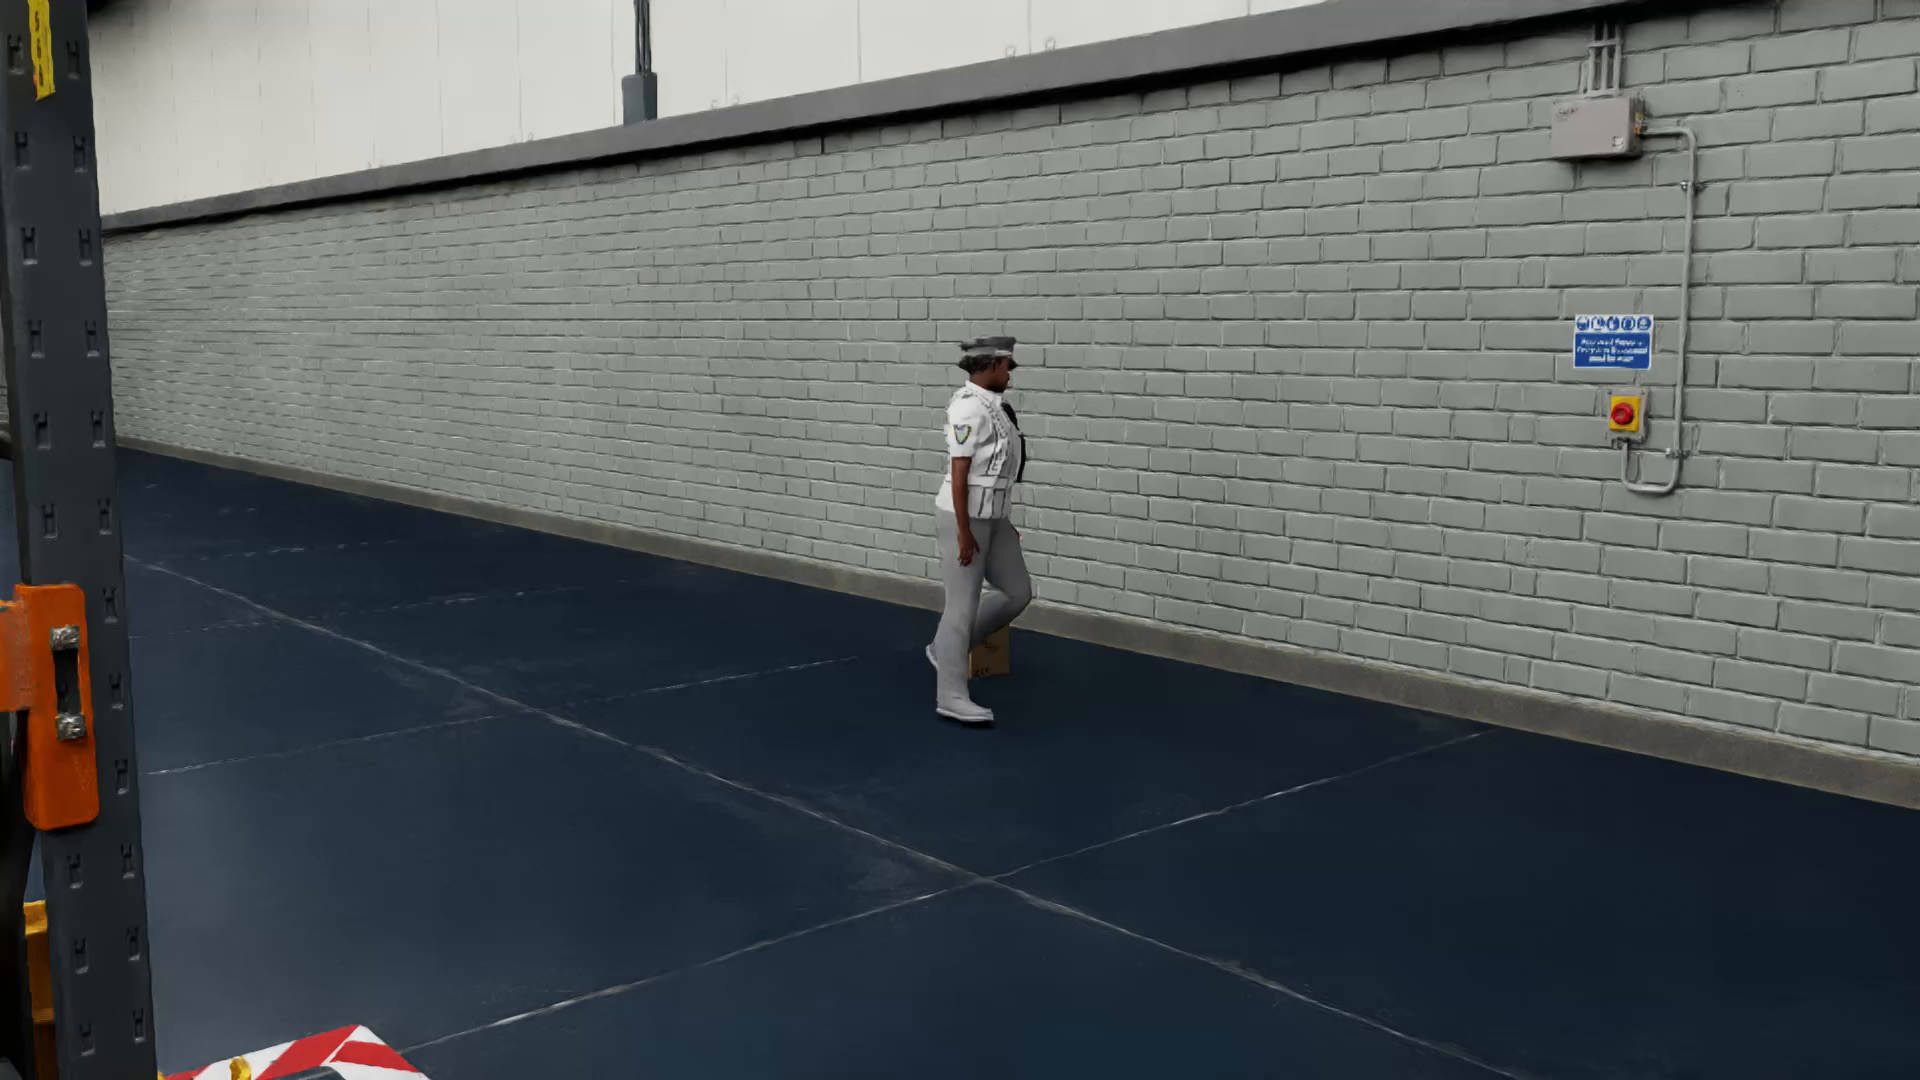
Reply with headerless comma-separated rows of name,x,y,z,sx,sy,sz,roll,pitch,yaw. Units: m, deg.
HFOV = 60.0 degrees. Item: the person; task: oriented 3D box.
person,0.037,-0.071,7.262,0.475,1.646,0.564,3,8,21
